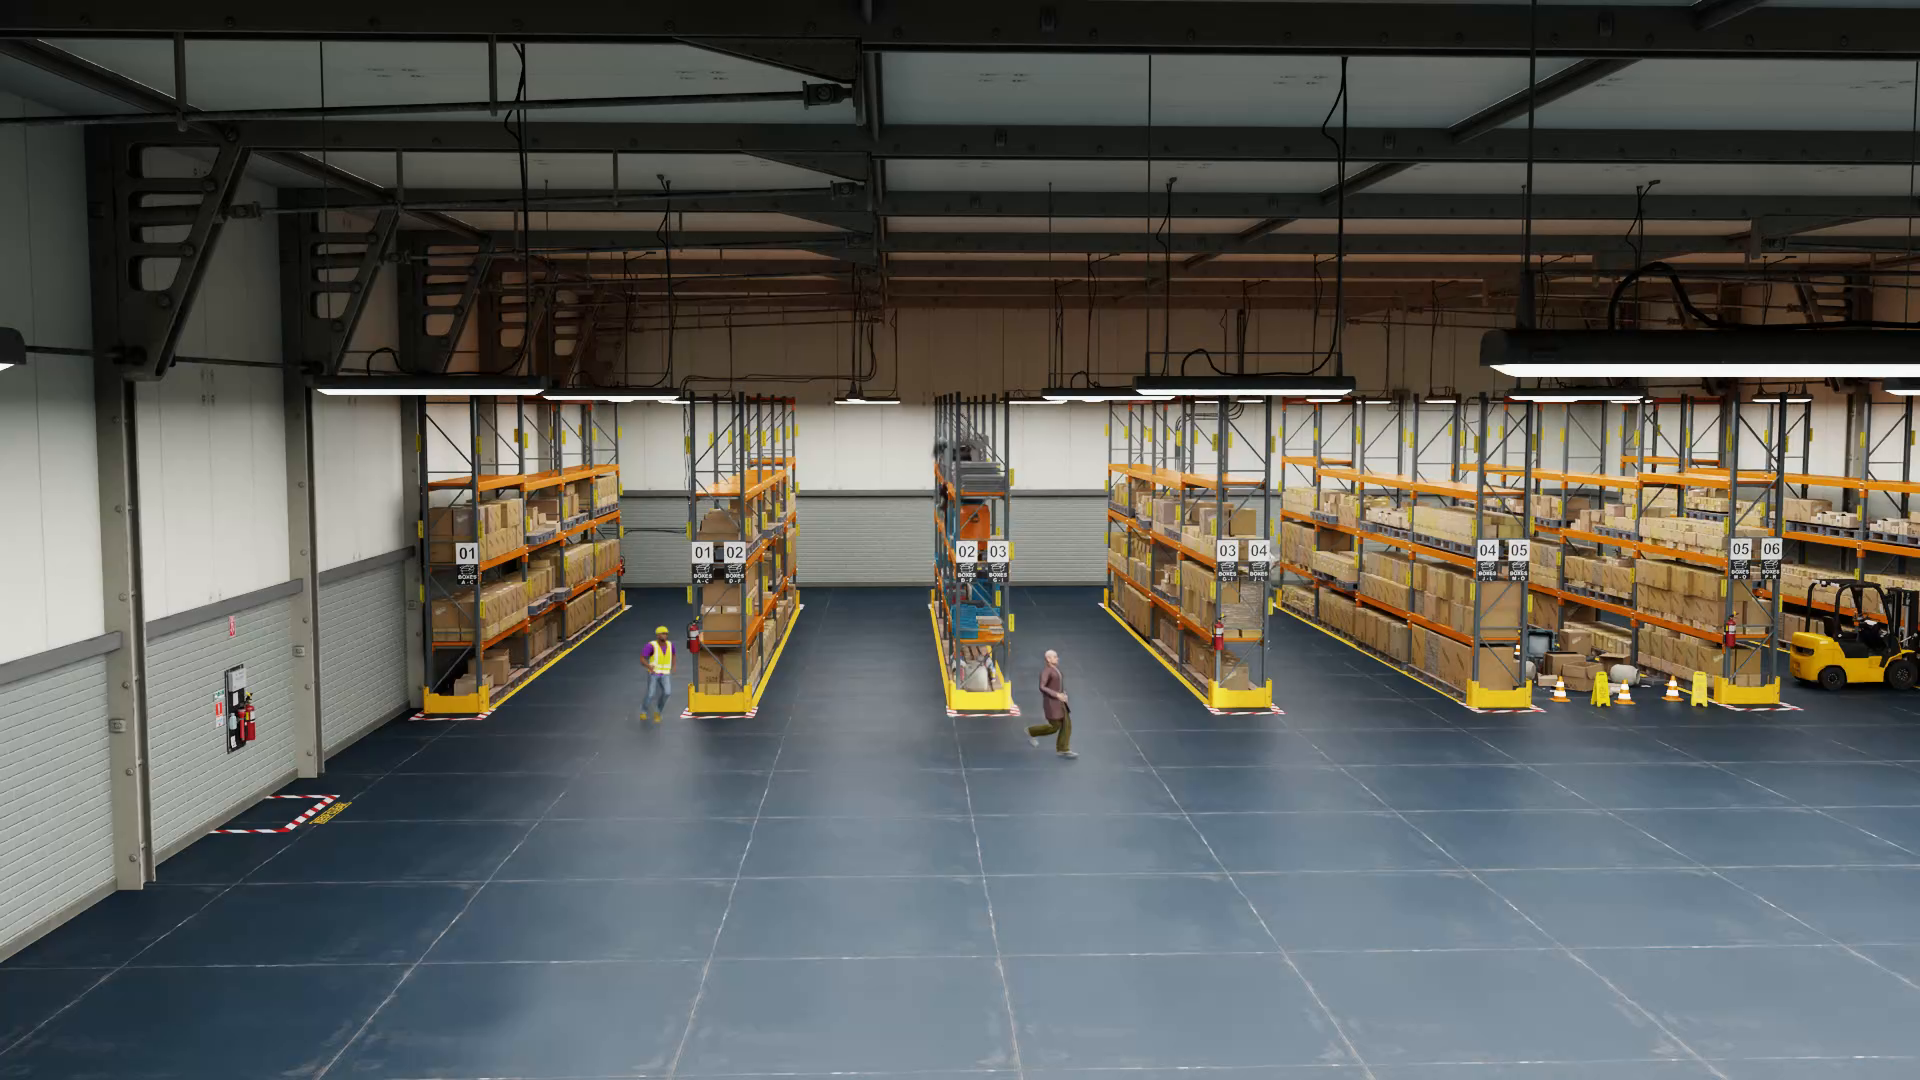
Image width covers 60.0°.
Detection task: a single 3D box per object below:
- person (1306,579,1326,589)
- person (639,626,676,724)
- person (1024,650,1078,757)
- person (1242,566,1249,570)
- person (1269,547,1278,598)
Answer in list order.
[{"bbox_3d":[10.443,0.964,48.973,0.760,1.666,0.929,3,5,30],"label":"person"},{"bbox_3d":[-5.456,2.447,30.230,0.764,1.762,0.661,-3,5,-30],"label":"person"},{"bbox_3d":[1.515,2.677,27.296,0.904,1.744,0.725,2,5,23],"label":"person"},{"bbox_3d":[7.946,1.218,46.481,0.626,1.586,0.528,0,5,-2],"label":"person"},{"bbox_3d":[9.042,0.987,48.802,0.847,1.708,0.636,-1,5,-15],"label":"person"}]
